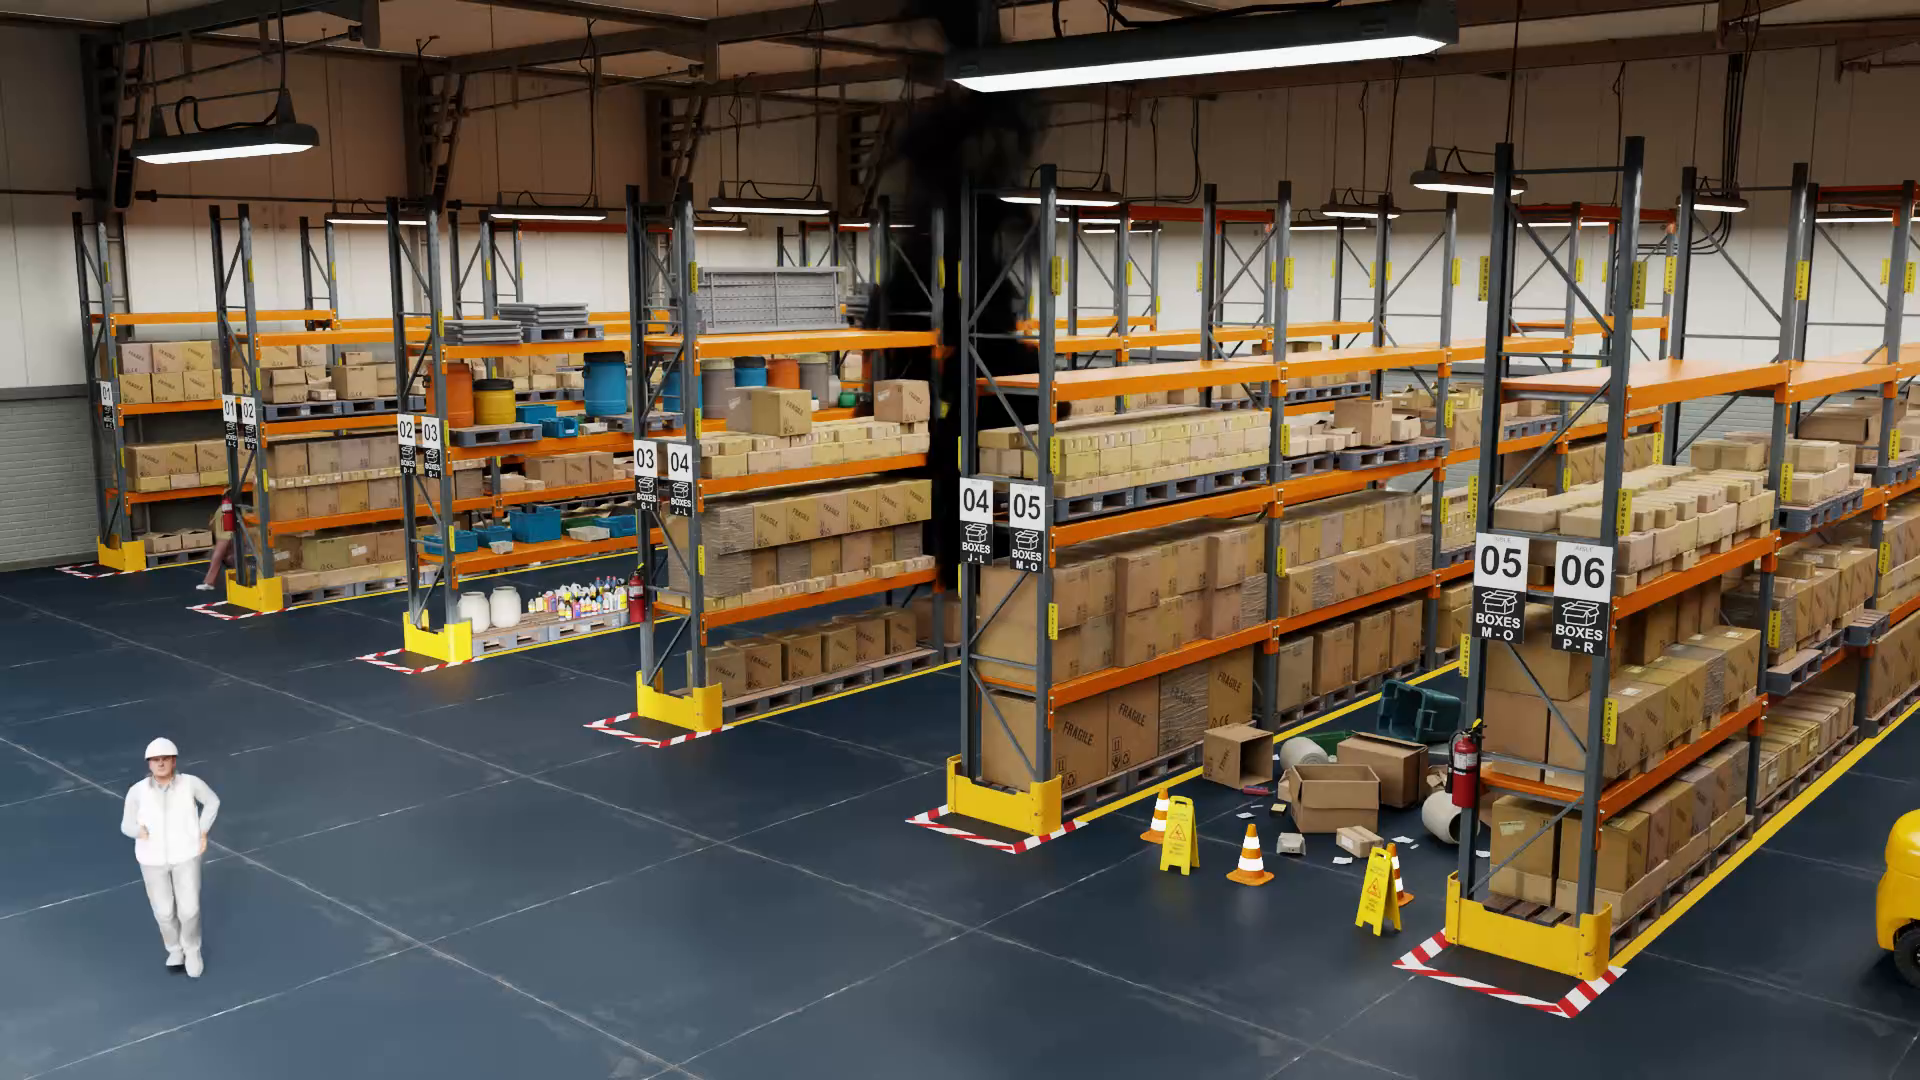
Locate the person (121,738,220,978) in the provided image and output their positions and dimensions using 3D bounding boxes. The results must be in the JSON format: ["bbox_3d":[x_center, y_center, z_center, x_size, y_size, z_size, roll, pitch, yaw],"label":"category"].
[{"bbox_3d":[-5.714,2.326,12.054,0.640,1.789,0.669,-3,10,-18],"label":"person"}]

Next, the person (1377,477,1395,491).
[{"bbox_3d":[6.998,-0.287,27.680,0.669,1.760,0.868,7,12,36],"label":"person"}]

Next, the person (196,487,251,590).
[{"bbox_3d":[-11.689,-0.034,26.395,0.615,1.622,0.974,7,12,37],"label":"person"}]
